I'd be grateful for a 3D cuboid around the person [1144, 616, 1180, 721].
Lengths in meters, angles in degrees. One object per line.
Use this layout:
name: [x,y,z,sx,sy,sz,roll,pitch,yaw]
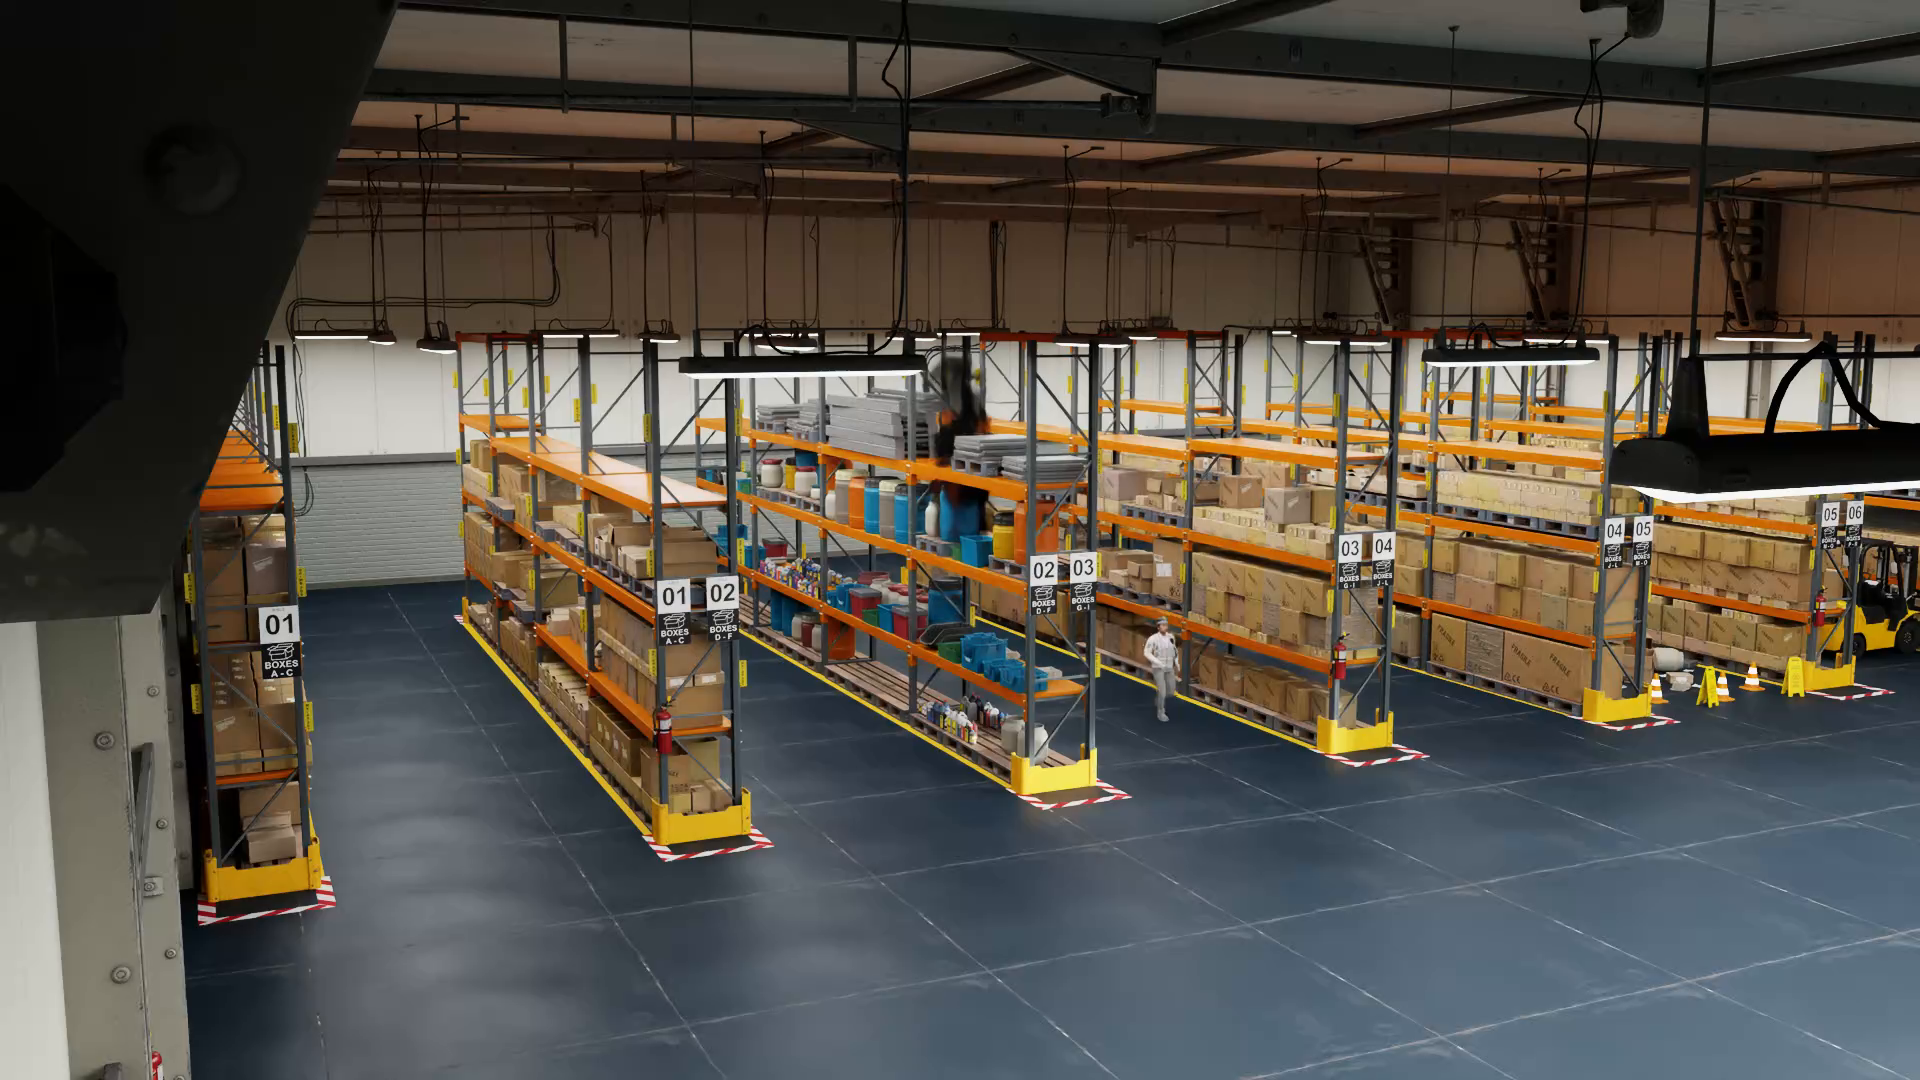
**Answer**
person: [3.180,2.006,26.158,0.616,1.660,0.554,-3,8,-21]
